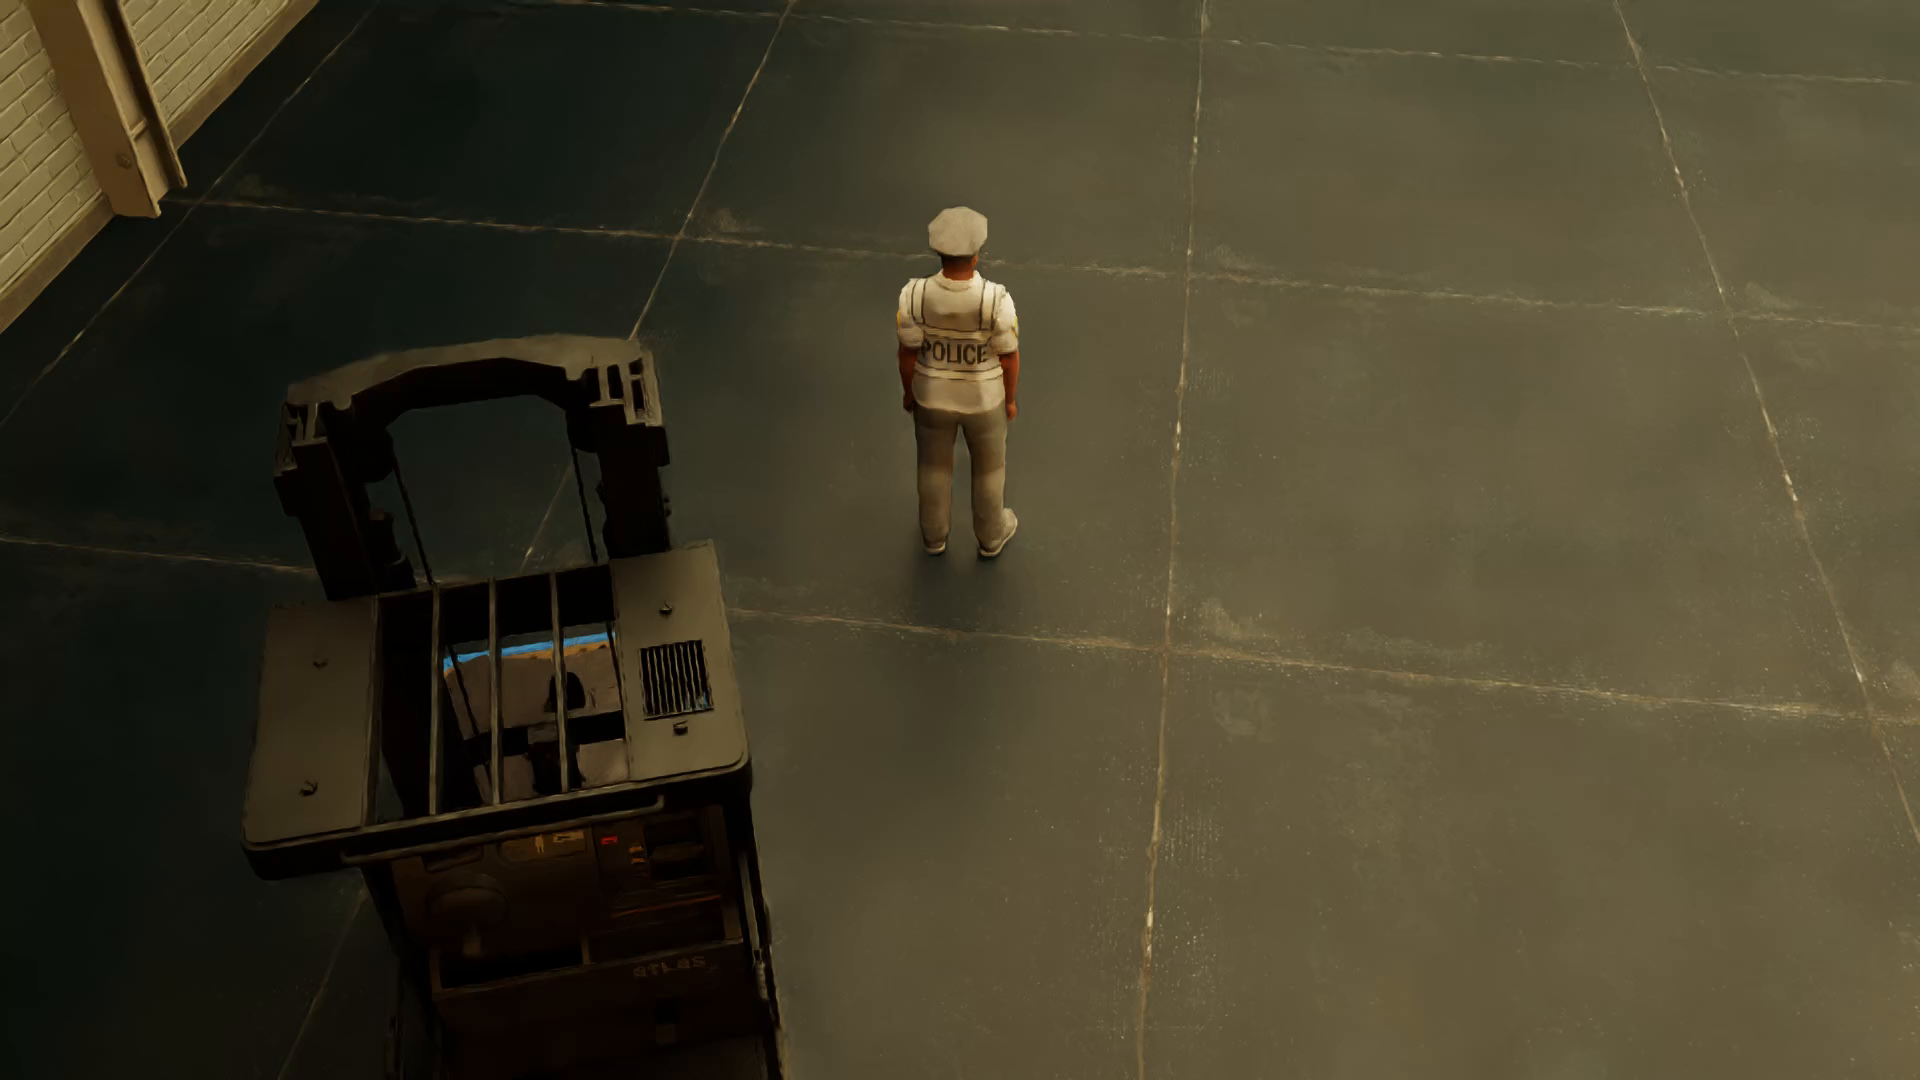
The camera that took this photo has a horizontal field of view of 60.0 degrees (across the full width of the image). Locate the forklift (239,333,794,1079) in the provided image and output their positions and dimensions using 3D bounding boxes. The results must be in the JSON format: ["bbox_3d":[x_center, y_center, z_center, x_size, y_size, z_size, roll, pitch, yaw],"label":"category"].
[{"bbox_3d":[-1.087,1.032,4.601,1.130,2.935,3.031,-8,43,-9],"label":"forklift"}]

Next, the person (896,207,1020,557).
[{"bbox_3d":[0.001,-0.663,7.304,0.523,1.773,0.396,5,43,6],"label":"person"}]
